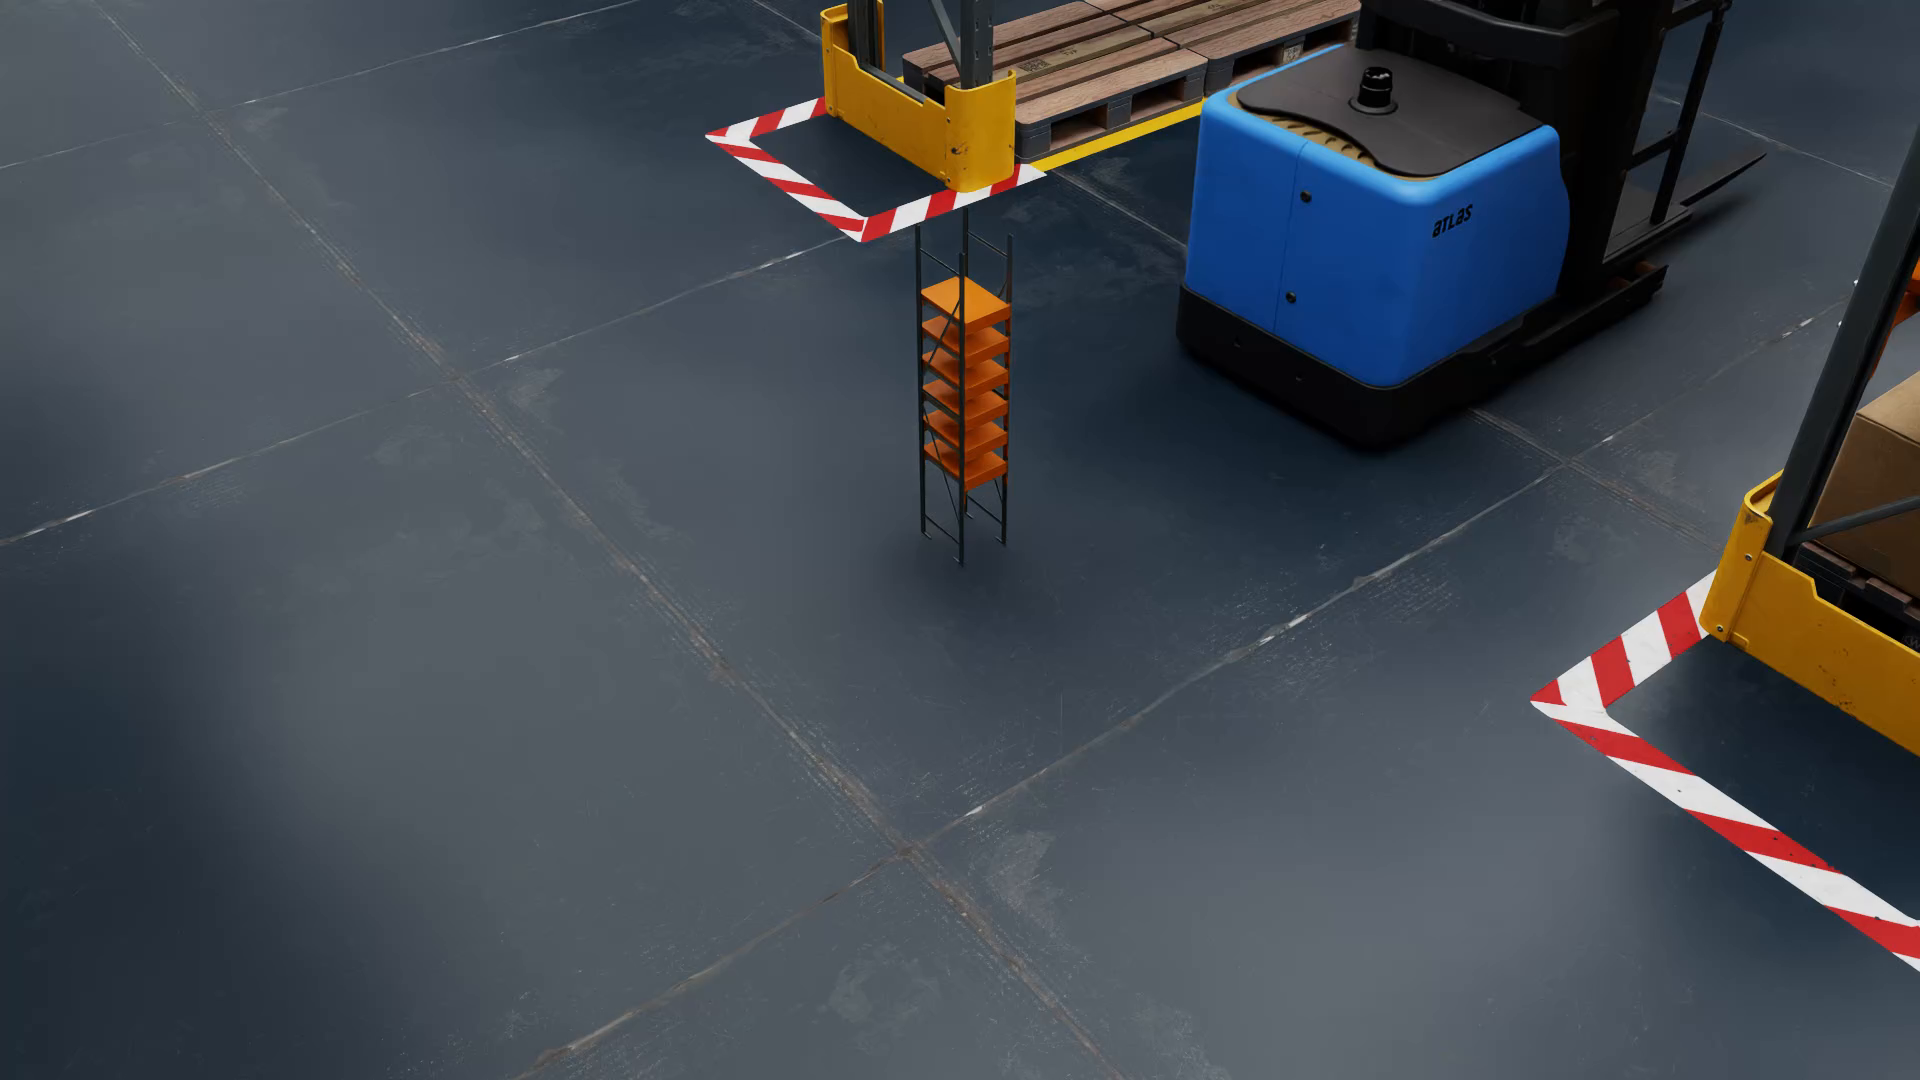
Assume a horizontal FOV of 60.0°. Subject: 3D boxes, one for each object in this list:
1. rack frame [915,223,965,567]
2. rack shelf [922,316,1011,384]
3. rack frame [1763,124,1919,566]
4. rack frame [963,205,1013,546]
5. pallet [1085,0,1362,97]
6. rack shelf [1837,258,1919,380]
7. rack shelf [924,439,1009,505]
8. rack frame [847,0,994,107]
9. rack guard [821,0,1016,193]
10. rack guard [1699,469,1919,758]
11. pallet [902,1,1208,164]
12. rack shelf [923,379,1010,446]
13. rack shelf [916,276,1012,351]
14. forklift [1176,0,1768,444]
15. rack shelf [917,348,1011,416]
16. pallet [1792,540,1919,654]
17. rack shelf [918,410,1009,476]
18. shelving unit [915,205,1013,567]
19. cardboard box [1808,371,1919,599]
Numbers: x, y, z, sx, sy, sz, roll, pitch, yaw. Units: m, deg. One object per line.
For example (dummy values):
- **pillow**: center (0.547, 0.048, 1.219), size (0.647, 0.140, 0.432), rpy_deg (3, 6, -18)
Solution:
- **rack frame**: center (-0.061, -0.434, 5.333), size (0.006, 1.200, 0.240), rpy_deg (-26, 46, -28)
- **rack shelf**: center (0.011, -0.621, 5.252), size (0.180, 0.103, 0.258), rpy_deg (-26, 46, -28)
- **rack frame**: center (2.815, -0.636, 4.160), size (0.127, 3.000, 1.000), rpy_deg (-26, 46, -28)
- **rack frame**: center (0.084, -0.505, 5.419), size (0.006, 1.200, 0.240), rpy_deg (-26, 46, -28)
- **pallet**: center (1.444, -2.818, 9.019), size (1.213, 0.211, 1.003), rpy_deg (-26, 46, -28)
- **rack shelf**: center (4.401, -1.131, 5.330), size (4.000, 0.370, 1.077), rpy_deg (-26, 46, -28)
- **rack shelf**: center (0.011, -0.250, 5.557), size (0.180, 0.103, 0.258), rpy_deg (-26, 46, -28)
- **rack frame**: center (-0.201, -3.128, 7.198), size (0.127, 3.000, 1.000), rpy_deg (-26, 46, -28)
- **rack guard**: center (-0.212, -2.146, 7.972), size (0.348, 0.500, 1.175), rpy_deg (-26, 46, -28)
- **rack guard**: center (2.875, 0.301, 4.988), size (0.348, 0.500, 1.175), rpy_deg (-26, 46, -28)
- **pallet**: center (0.477, -2.349, 8.447), size (1.213, 0.211, 1.003), rpy_deg (-26, 46, -28)
- **rack shelf**: center (0.011, -0.435, 5.404), size (0.180, 0.103, 0.258), rpy_deg (-26, 46, -28)
- **rack shelf**: center (0.011, -0.713, 5.176), size (0.180, 0.103, 0.258), rpy_deg (-26, 46, -28)
- **forklift**: center (2.310, -2.277, 6.215), size (3.031, 2.935, 1.130), rpy_deg (-28, 47, -30)
- **rack shelf**: center (0.011, -0.528, 5.328), size (0.180, 0.103, 0.258), rpy_deg (-26, 46, -28)
- **pallet**: center (3.507, 0.105, 5.456), size (1.213, 0.211, 1.003), rpy_deg (-26, 46, -28)
- **rack shelf**: center (0.011, -0.342, 5.481), size (0.180, 0.103, 0.258), rpy_deg (-26, 46, -28)
- **shelving unit**: center (0.011, -0.469, 5.376), size (0.189, 1.200, 0.258), rpy_deg (-26, 46, -28)
- **cardboard box**: center (3.096, -0.173, 5.220), size (0.500, 0.500, 0.500), rpy_deg (-26, 46, -28)
